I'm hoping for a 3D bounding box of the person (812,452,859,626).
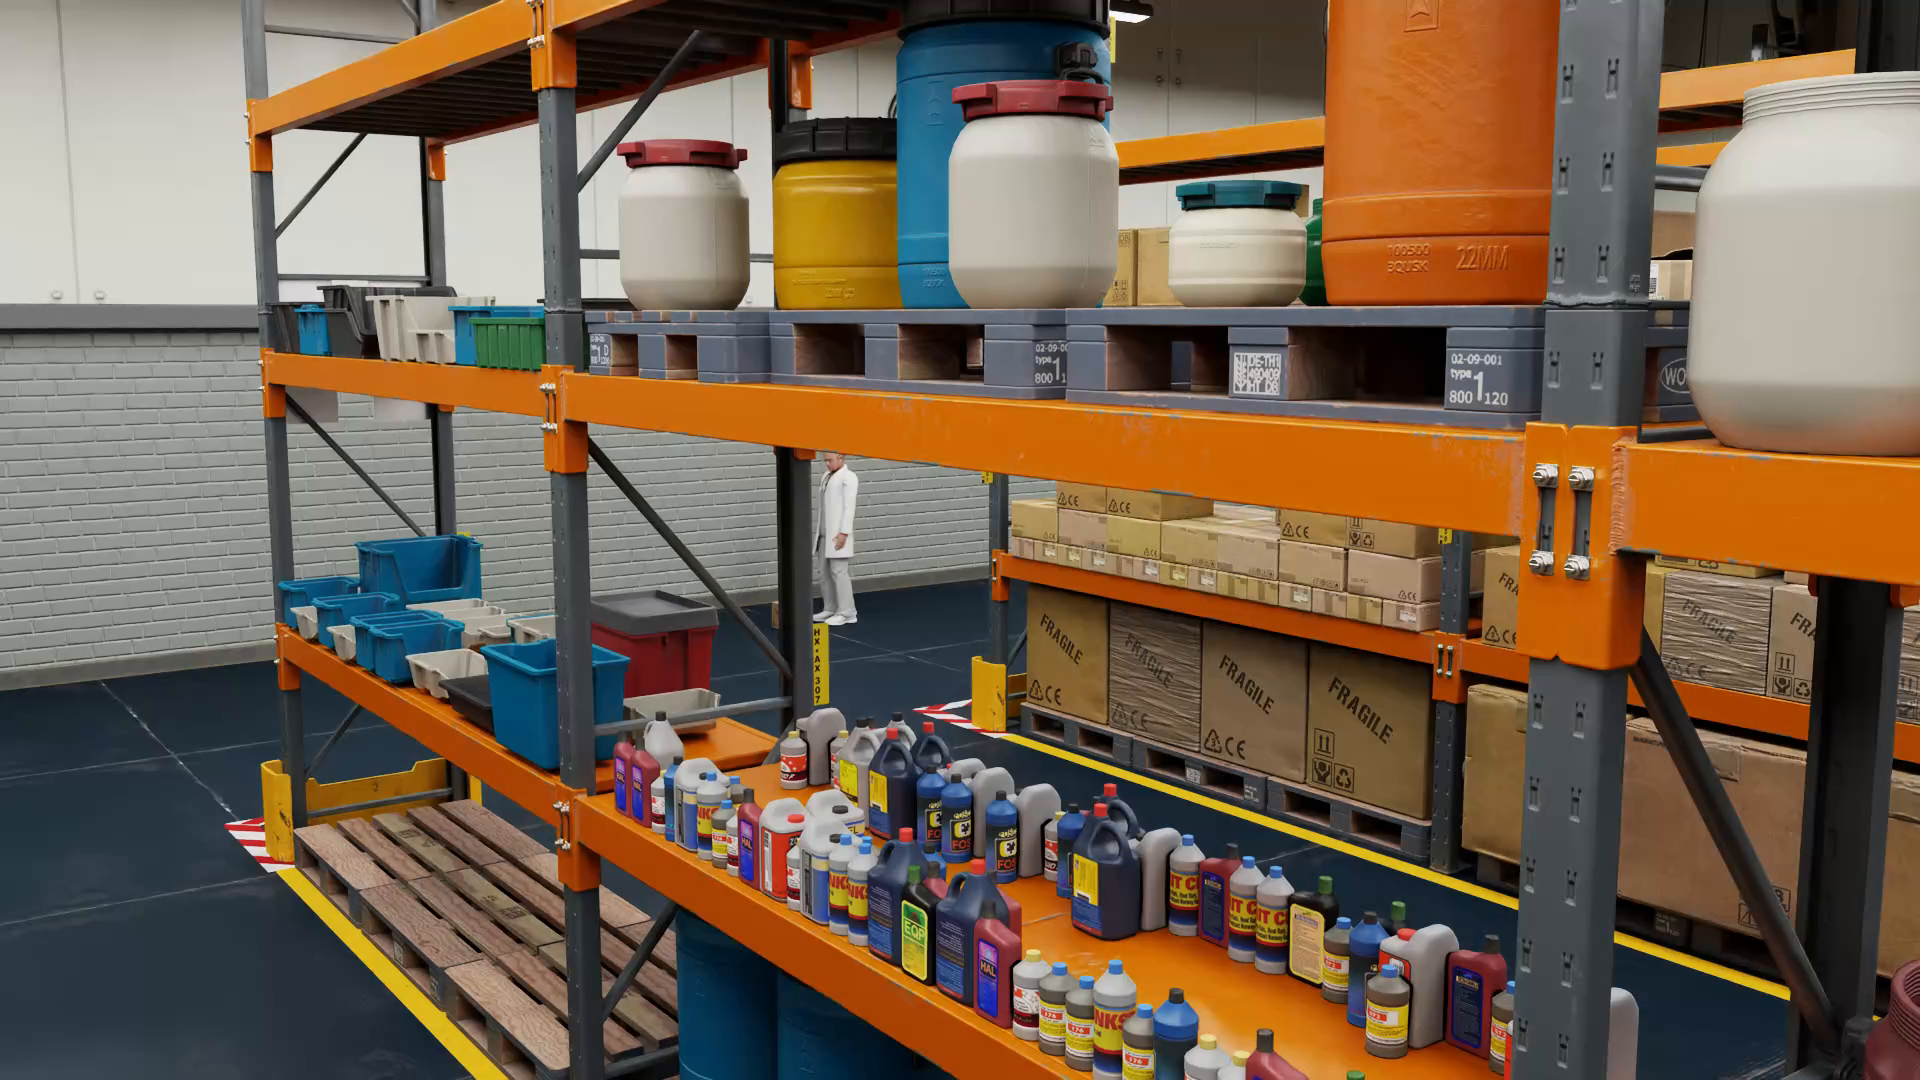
[{"bbox_3d":[-1.230,-0.056,16.325,0.377,1.769,0.564,-5,9,-35],"label":"person"}]
